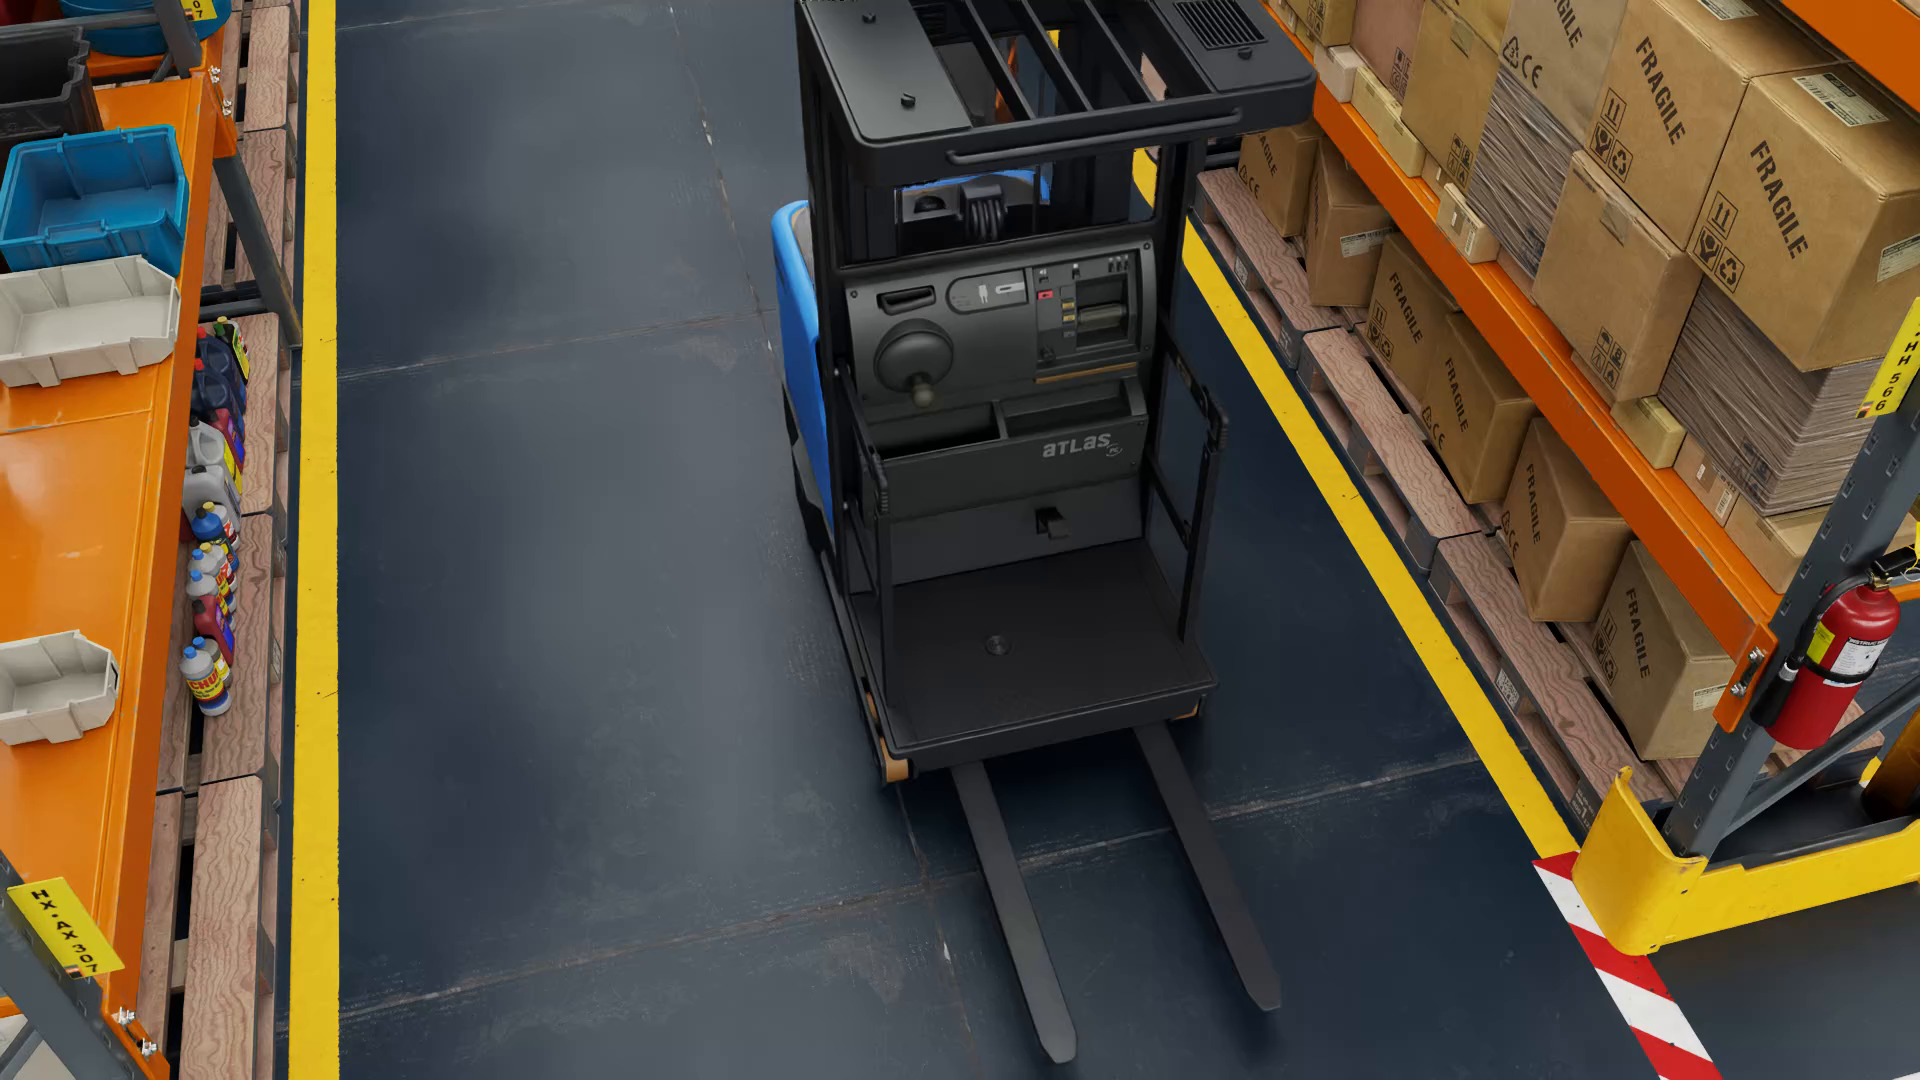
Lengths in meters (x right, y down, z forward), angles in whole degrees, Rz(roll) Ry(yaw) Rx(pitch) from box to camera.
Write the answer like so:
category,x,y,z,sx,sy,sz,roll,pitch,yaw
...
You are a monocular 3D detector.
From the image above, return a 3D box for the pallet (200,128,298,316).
category,x,y,z,sx,sy,sz,roll,pitch,yaw
pallet,-3.521,-1.372,7.447,1.003,0.211,1.213,-11,47,-10

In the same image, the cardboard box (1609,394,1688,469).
category,x,y,z,sx,sy,sz,roll,pitch,yaw
cardboard box,2.079,-0.364,4.682,0.380,0.149,0.250,-11,47,-10

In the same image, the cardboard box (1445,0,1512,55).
category,x,y,z,sx,sy,sz,roll,pitch,yaw
cardboard box,1.770,-1.817,4.952,0.500,0.500,0.500,-11,47,-10

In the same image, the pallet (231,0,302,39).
category,x,y,z,sx,sy,sz,roll,pitch,yaw
pallet,-4.146,-3.057,9.098,1.003,0.211,1.213,-11,47,-10

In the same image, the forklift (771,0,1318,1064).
category,x,y,z,sx,sy,sz,roll,pitch,yaw
forklift,0.187,-0.546,4.733,1.130,2.935,3.031,-11,47,-11

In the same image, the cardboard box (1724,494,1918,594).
category,x,y,z,sx,sy,sz,roll,pitch,yaw
cardboard box,2.256,-0.028,4.353,0.380,0.149,0.250,-11,47,-10

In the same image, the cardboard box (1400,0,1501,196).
category,x,y,z,sx,sy,sz,roll,pitch,yaw
cardboard box,1.968,-1.505,5.346,0.875,0.500,0.500,-11,47,-10

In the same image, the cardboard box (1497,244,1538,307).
category,x,y,z,sx,sy,sz,roll,pitch,yaw
cardboard box,1.921,-0.888,5.196,0.380,0.149,0.250,-11,47,-10

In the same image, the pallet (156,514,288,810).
category,x,y,z,sx,sy,sz,roll,pitch,yaw
pallet,-2.835,0.478,5.634,1.003,0.211,1.213,-11,47,-10

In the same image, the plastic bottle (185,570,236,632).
category,x,y,z,sx,sy,sz,roll,pitch,yaw
plastic bottle,-2.510,0.204,5.552,0.097,0.271,0.097,0,46,0

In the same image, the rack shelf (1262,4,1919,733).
category,x,y,z,sx,sy,sz,roll,pitch,yaw
rack shelf,2.017,-1.086,5.718,1.077,0.370,4.000,-11,47,-10

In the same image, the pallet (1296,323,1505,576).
category,x,y,z,sx,sy,sz,roll,pitch,yaw
pallet,2.027,-0.442,6.535,1.003,0.211,1.213,-11,47,-10

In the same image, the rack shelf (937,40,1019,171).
category,x,y,z,sx,sy,sz,roll,pitch,yaw
rack shelf,-0.030,-1.568,6.335,0.431,0.518,0.480,7,46,7

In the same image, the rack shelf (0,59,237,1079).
category,x,y,z,sx,sy,sz,roll,pitch,yaw
rack shelf,-2.771,-0.180,4.830,1.077,0.370,4.000,-11,47,-10

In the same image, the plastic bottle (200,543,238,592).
category,x,y,z,sx,sy,sz,roll,pitch,yaw
plastic bottle,-2.561,0.091,5.712,0.097,0.201,0.097,0,46,0

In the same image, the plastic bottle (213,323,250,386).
category,x,y,z,sx,sy,sz,roll,pitch,yaw
plastic bottle,-2.841,-0.744,6.473,0.061,0.283,0.133,-9,46,-8

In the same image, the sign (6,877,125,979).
category,x,y,z,sx,sy,sz,roll,pitch,yaw
sign,-1.726,0.754,3.217,0.100,0.325,0.005,-11,47,-10

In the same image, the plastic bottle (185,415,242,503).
category,x,y,z,sx,sy,sz,roll,pitch,yaw
plastic bottle,-2.708,-0.292,5.983,0.144,0.351,0.185,-11,47,-11

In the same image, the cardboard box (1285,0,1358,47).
category,x,y,z,sx,sy,sz,roll,pitch,yaw
cardboard box,1.654,-2.184,6.012,0.875,0.500,0.500,-11,47,-10

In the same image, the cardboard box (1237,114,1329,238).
category,x,y,z,sx,sy,sz,roll,pitch,yaw
cardboard box,1.569,-1.707,7.279,0.500,0.500,0.500,-12,47,-12

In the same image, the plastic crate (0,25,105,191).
category,x,y,z,sx,sy,sz,roll,pitch,yaw
plastic crate,-3.272,-1.407,5.572,0.767,0.338,0.504,-11,47,-10

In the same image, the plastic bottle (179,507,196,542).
category,x,y,z,sx,sy,sz,roll,pitch,yaw
plastic bottle,-2.773,-0.136,5.877,0.061,0.283,0.133,-11,47,-10

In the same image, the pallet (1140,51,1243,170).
category,x,y,z,sx,sy,sz,roll,pitch,yaw
pallet,1.304,-2.280,8.337,1.003,0.211,1.213,-11,47,-10

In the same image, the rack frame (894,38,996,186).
category,x,y,z,sx,sy,sz,roll,pitch,yaw
rack frame,-0.073,-1.406,6.158,0.400,2.100,0.015,7,46,7

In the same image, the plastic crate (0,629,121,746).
category,x,y,z,sx,sy,sz,roll,pitch,yaw
plastic crate,-2.177,0.364,3.978,0.298,0.136,0.250,-11,47,-10

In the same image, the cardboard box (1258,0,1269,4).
category,x,y,z,sx,sy,sz,roll,pitch,yaw
cardboard box,1.321,-2.252,6.533,0.380,0.149,0.250,-11,47,-10

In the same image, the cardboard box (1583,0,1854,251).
category,x,y,z,sx,sy,sz,roll,pitch,yaw
cardboard box,2.016,-1.125,4.274,0.500,0.500,0.500,-11,47,-10

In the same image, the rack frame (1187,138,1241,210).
category,x,y,z,sx,sy,sz,roll,pitch,yaw
rack frame,1.505,-2.719,6.814,1.000,3.000,0.127,-11,47,-10

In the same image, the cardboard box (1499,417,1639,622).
category,x,y,z,sx,sy,sz,roll,pitch,yaw
cardboard box,2.199,-0.070,5.674,0.500,0.500,0.500,0,46,0

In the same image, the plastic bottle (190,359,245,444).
category,x,y,z,sx,sy,sz,roll,pitch,yaw
plastic bottle,-2.790,-0.515,6.202,0.144,0.351,0.185,-13,47,-12

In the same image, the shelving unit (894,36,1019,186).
category,x,y,z,sx,sy,sz,roll,pitch,yaw
shelving unit,-0.030,-1.577,6.326,0.431,2.100,0.503,7,46,7

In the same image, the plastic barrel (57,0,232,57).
category,x,y,z,sx,sy,sz,roll,pitch,yaw
plastic barrel,-3.089,-2.311,6.063,0.600,0.901,0.708,-11,47,-10

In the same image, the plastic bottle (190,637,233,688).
category,x,y,z,sx,sy,sz,roll,pitch,yaw
plastic bottle,-2.448,0.394,5.415,0.097,0.201,0.097,0,46,0

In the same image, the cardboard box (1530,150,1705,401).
category,x,y,z,sx,sy,sz,roll,pitch,yaw
cardboard box,2.171,-0.804,4.660,0.875,0.500,0.500,-11,47,-10

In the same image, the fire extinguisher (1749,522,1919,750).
category,x,y,z,sx,sy,sz,roll,pitch,yaw
fire extinguisher,2.113,0.233,3.975,0.296,0.674,0.183,-11,47,-10

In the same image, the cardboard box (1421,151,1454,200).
category,x,y,z,sx,sy,sz,roll,pitch,yaw
cardboard box,1.774,-1.230,5.531,0.380,0.149,0.250,-11,47,-10

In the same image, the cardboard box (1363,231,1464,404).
category,x,y,z,sx,sy,sz,roll,pitch,yaw
cardboard box,1.958,-0.899,6.487,0.500,0.500,0.500,-15,47,-14

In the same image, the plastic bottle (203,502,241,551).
category,x,y,z,sx,sy,sz,roll,pitch,yaw
plastic bottle,-2.613,-0.051,5.851,0.097,0.201,0.097,0,46,0

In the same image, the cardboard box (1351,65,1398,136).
category,x,y,z,sx,sy,sz,roll,pitch,yaw
cardboard box,1.613,-1.569,5.863,0.380,0.149,0.250,-11,47,-10

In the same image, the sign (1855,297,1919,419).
category,x,y,z,sx,sy,sz,roll,pitch,yaw
sign,1.987,-0.385,3.495,0.100,0.325,0.005,-11,47,-10

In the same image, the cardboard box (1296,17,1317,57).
category,x,y,z,sx,sy,sz,roll,pitch,yaw
cardboard box,1.485,-1.914,6.201,0.380,0.149,0.250,-11,47,-10
